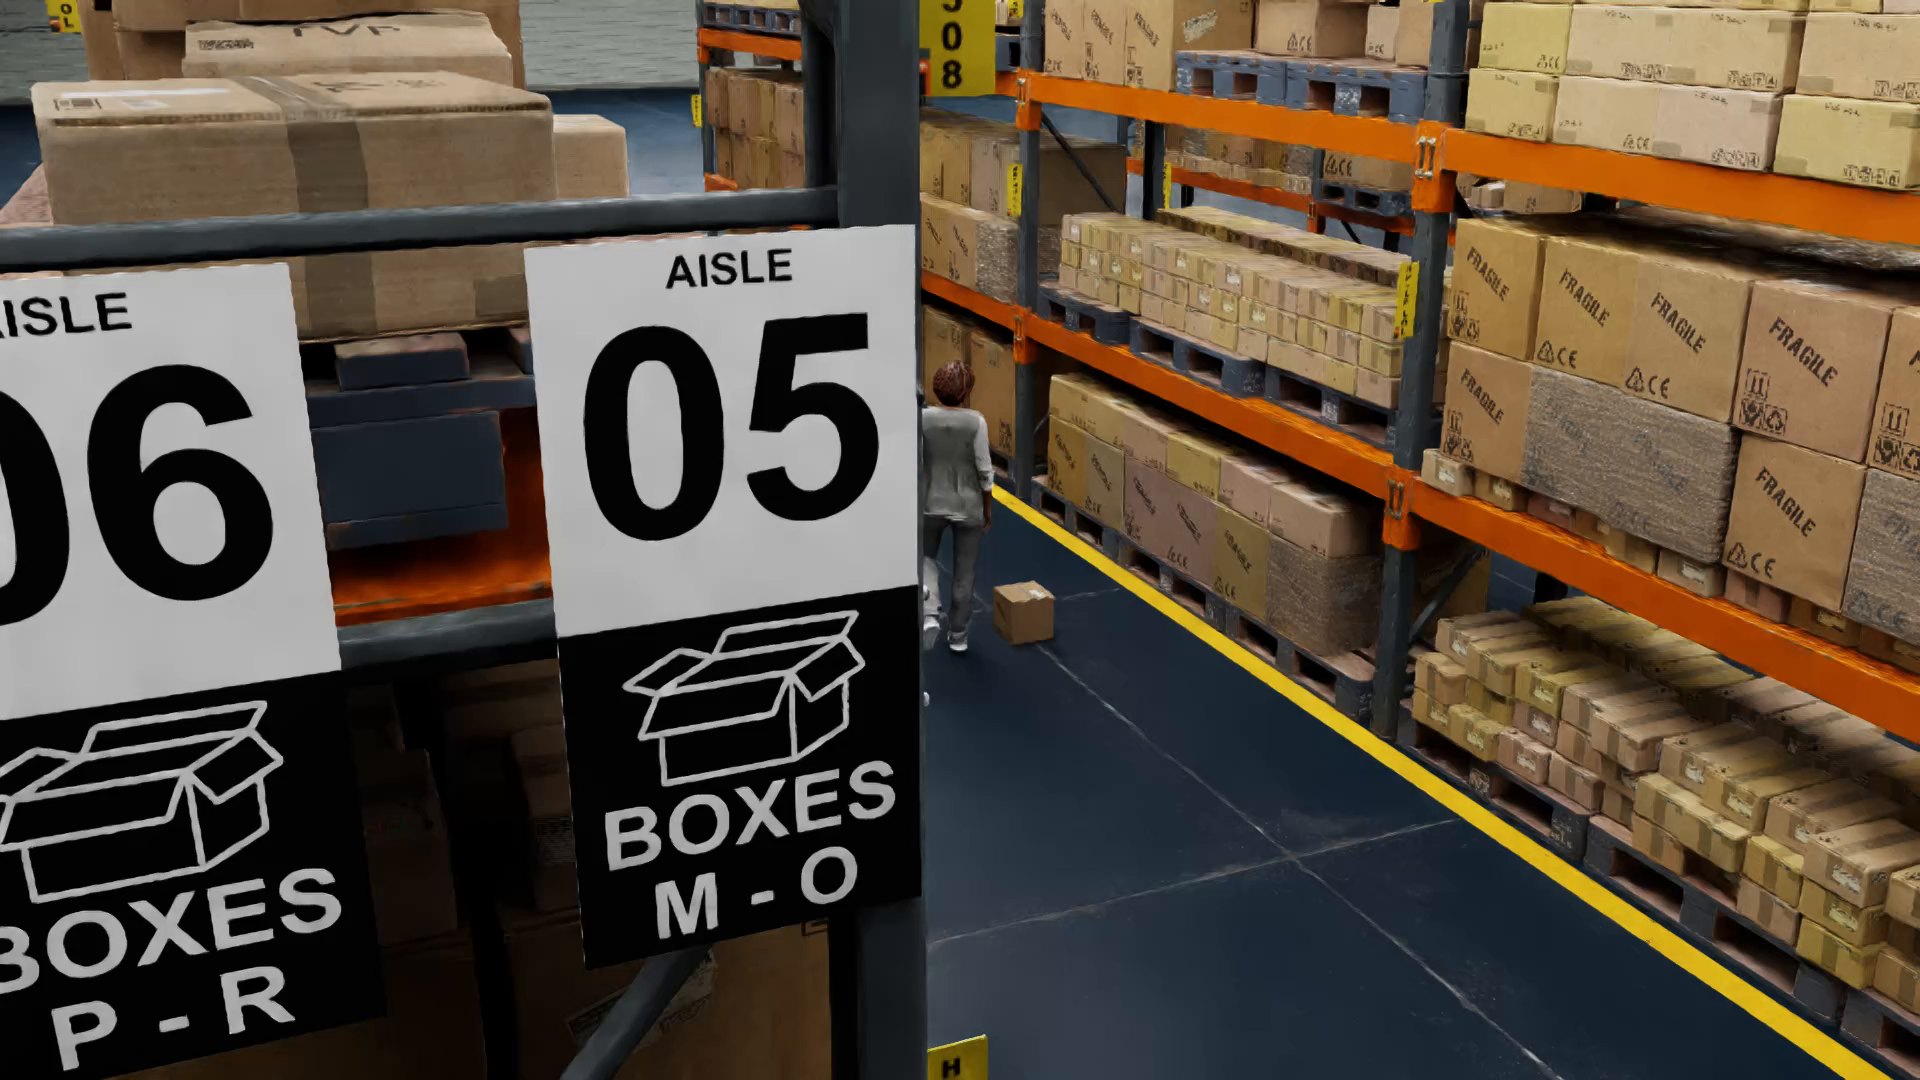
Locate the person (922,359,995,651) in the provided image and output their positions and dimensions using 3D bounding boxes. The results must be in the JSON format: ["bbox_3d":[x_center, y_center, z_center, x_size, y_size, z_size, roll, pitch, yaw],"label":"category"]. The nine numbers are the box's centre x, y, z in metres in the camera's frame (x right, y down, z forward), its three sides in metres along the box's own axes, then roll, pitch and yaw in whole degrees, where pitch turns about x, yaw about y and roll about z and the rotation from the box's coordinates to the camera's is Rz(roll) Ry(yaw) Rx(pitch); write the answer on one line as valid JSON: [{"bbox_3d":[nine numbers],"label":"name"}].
[{"bbox_3d":[-0.052,-0.141,8.457,0.463,1.585,0.579,2,19,7],"label":"person"}]
